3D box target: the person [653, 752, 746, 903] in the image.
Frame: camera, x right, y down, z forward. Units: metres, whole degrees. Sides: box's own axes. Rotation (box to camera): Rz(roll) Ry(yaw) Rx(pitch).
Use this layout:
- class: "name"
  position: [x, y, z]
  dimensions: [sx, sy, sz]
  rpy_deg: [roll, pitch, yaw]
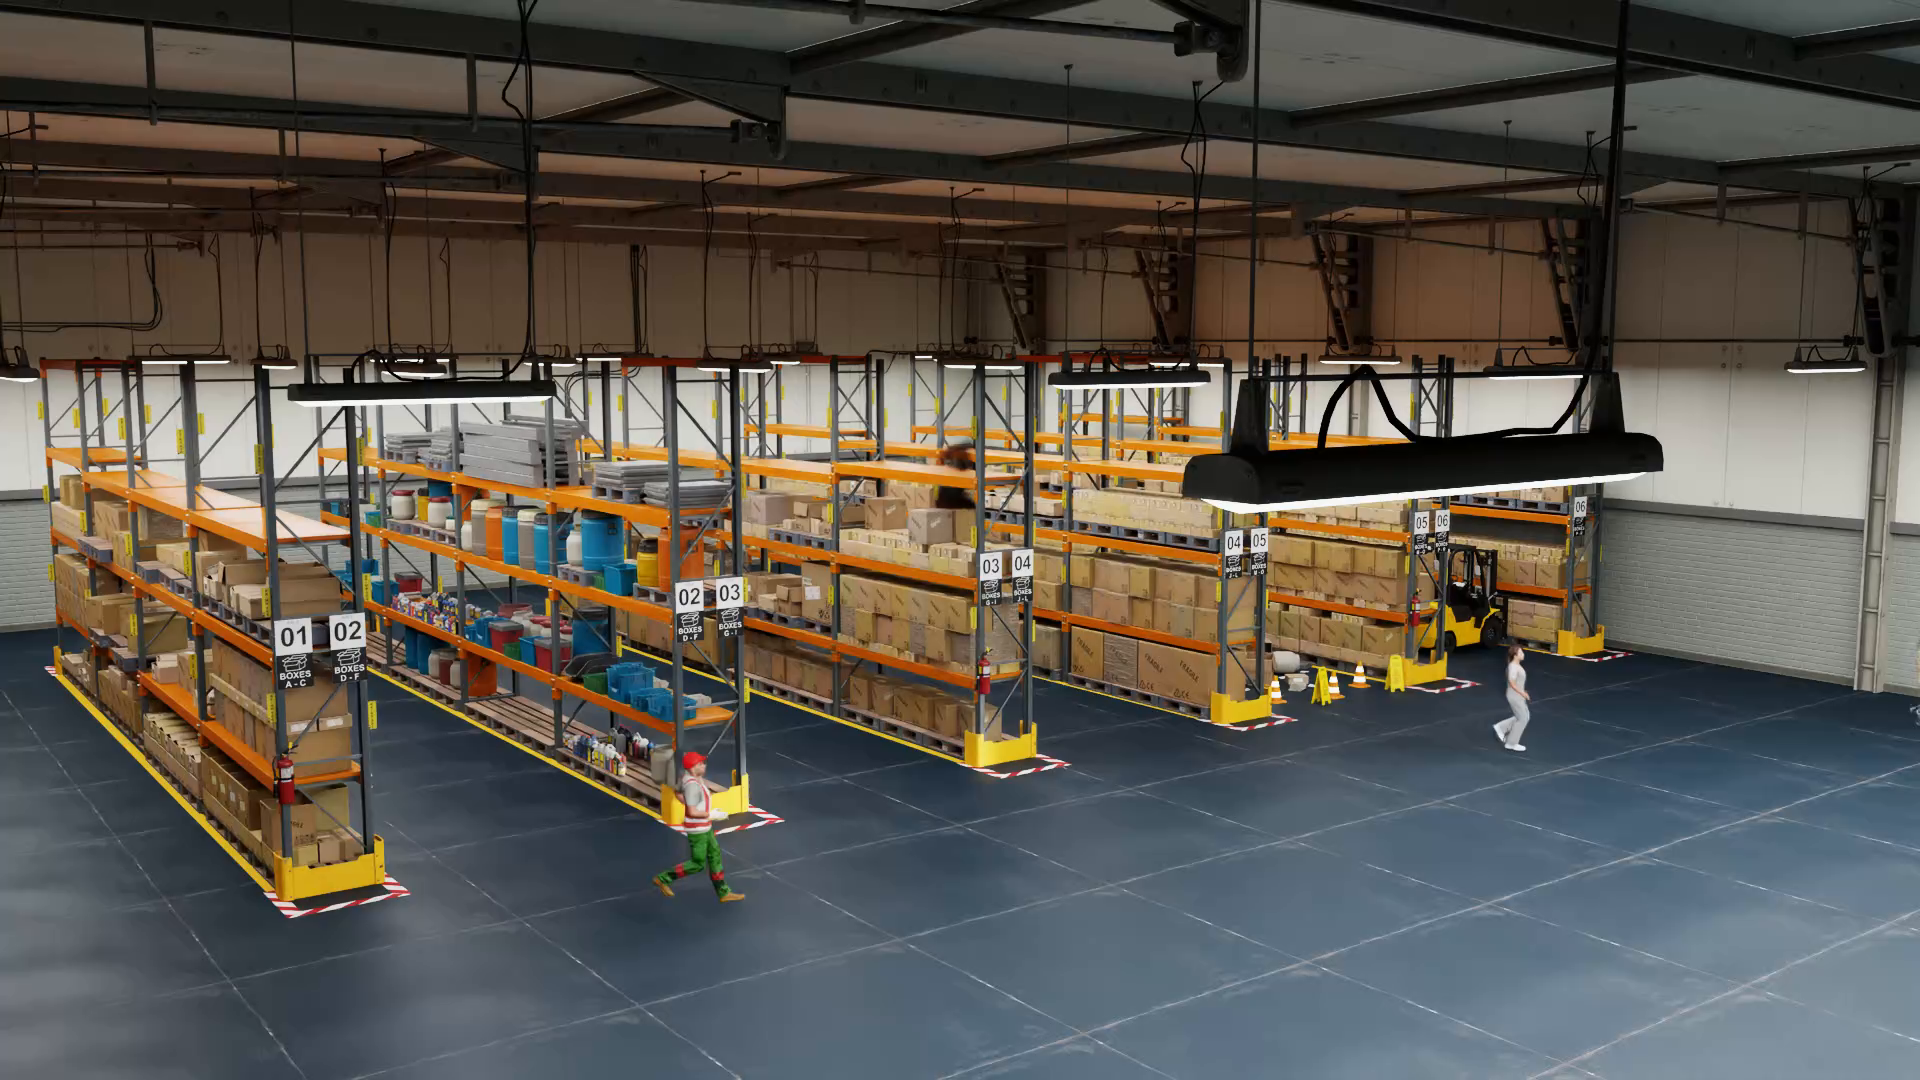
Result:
- class: "person"
  position: [-2.925, 3.221, 18.603]
  dimensions: [1.021, 1.755, 0.673]
  rpy_deg: [-1, 7, -9]

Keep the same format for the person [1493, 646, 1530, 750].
- class: "person"
  position: [8.570, 2.441, 25.772]
  dimensions: [0.547, 1.636, 0.567]
  rpy_deg: [2, 7, 15]
